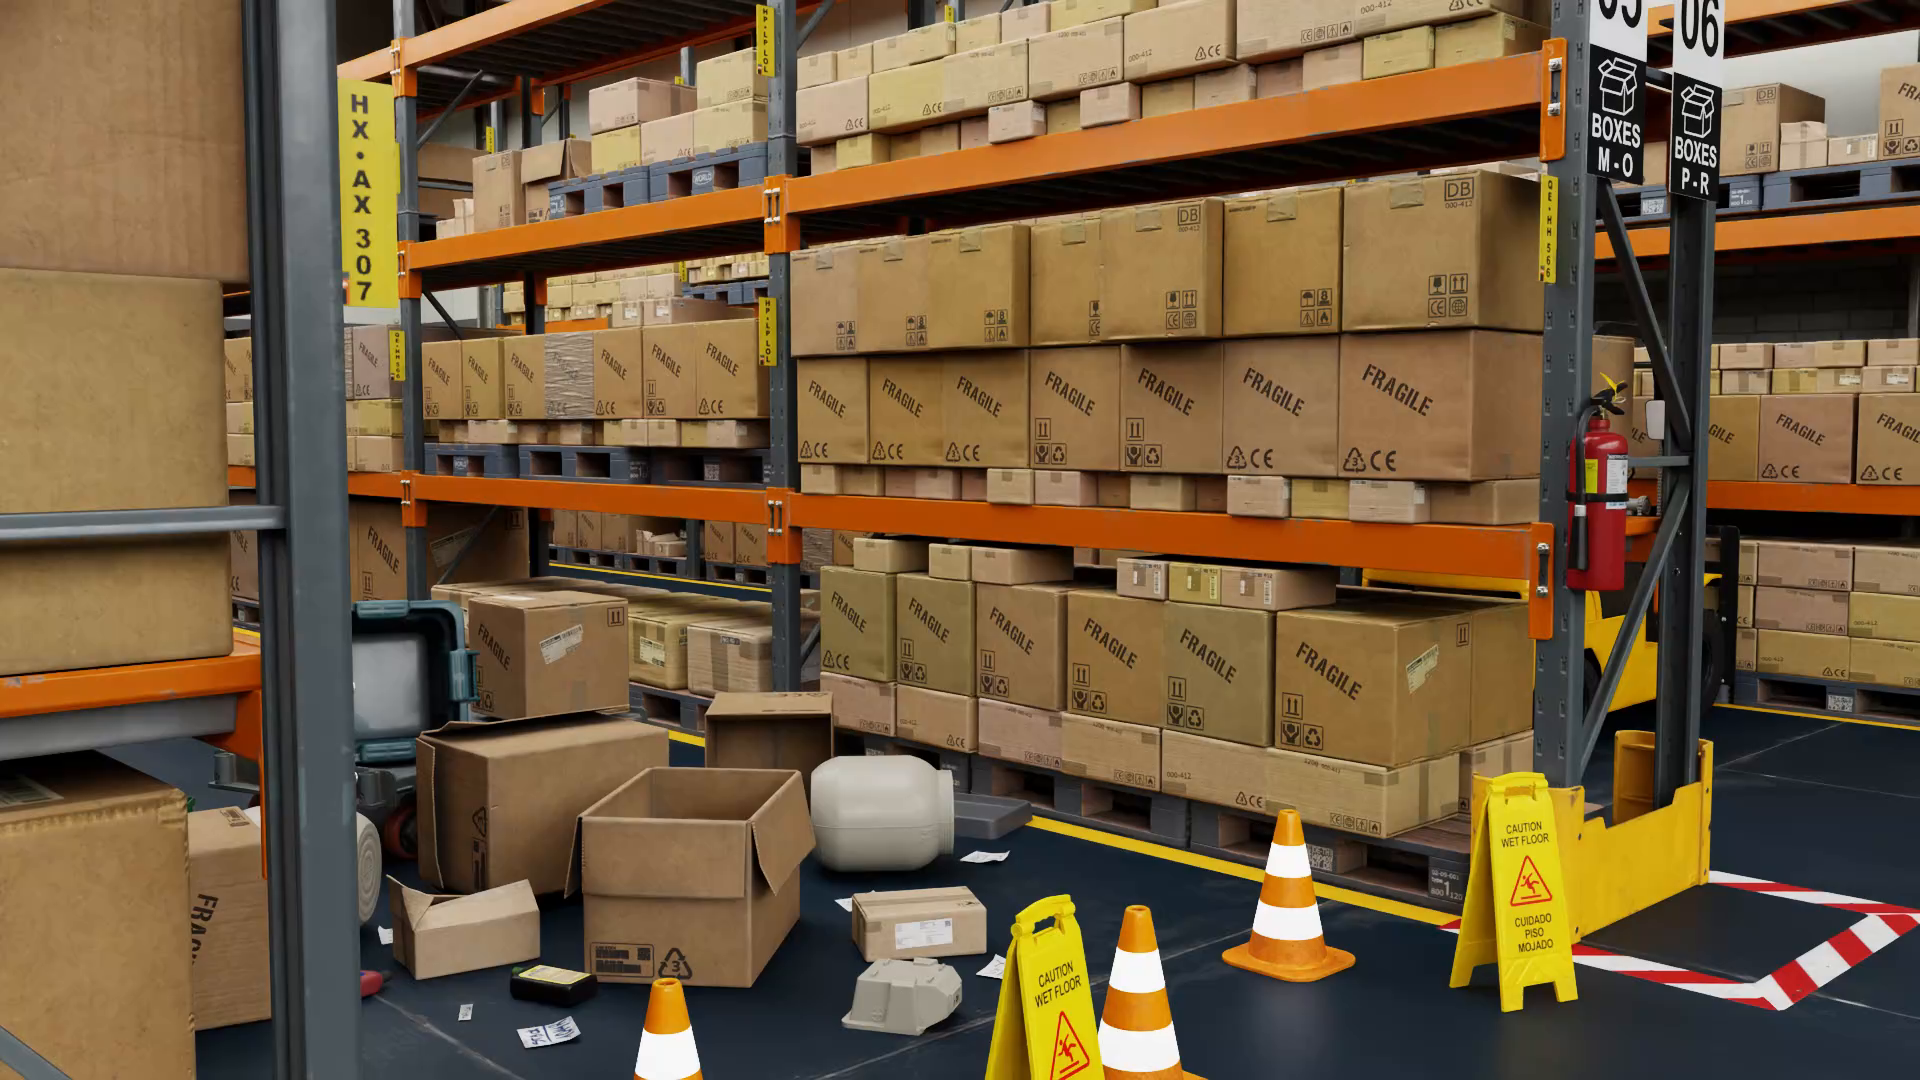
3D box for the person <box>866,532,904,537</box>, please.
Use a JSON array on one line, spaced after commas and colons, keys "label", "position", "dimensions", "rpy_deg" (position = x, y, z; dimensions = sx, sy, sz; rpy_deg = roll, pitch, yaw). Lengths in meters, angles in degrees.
[{"label": "person", "position": [-0.504, -0.092, 12.728], "dimensions": [1.021, 1.637, 0.524], "rpy_deg": [3, 5, 36]}]
